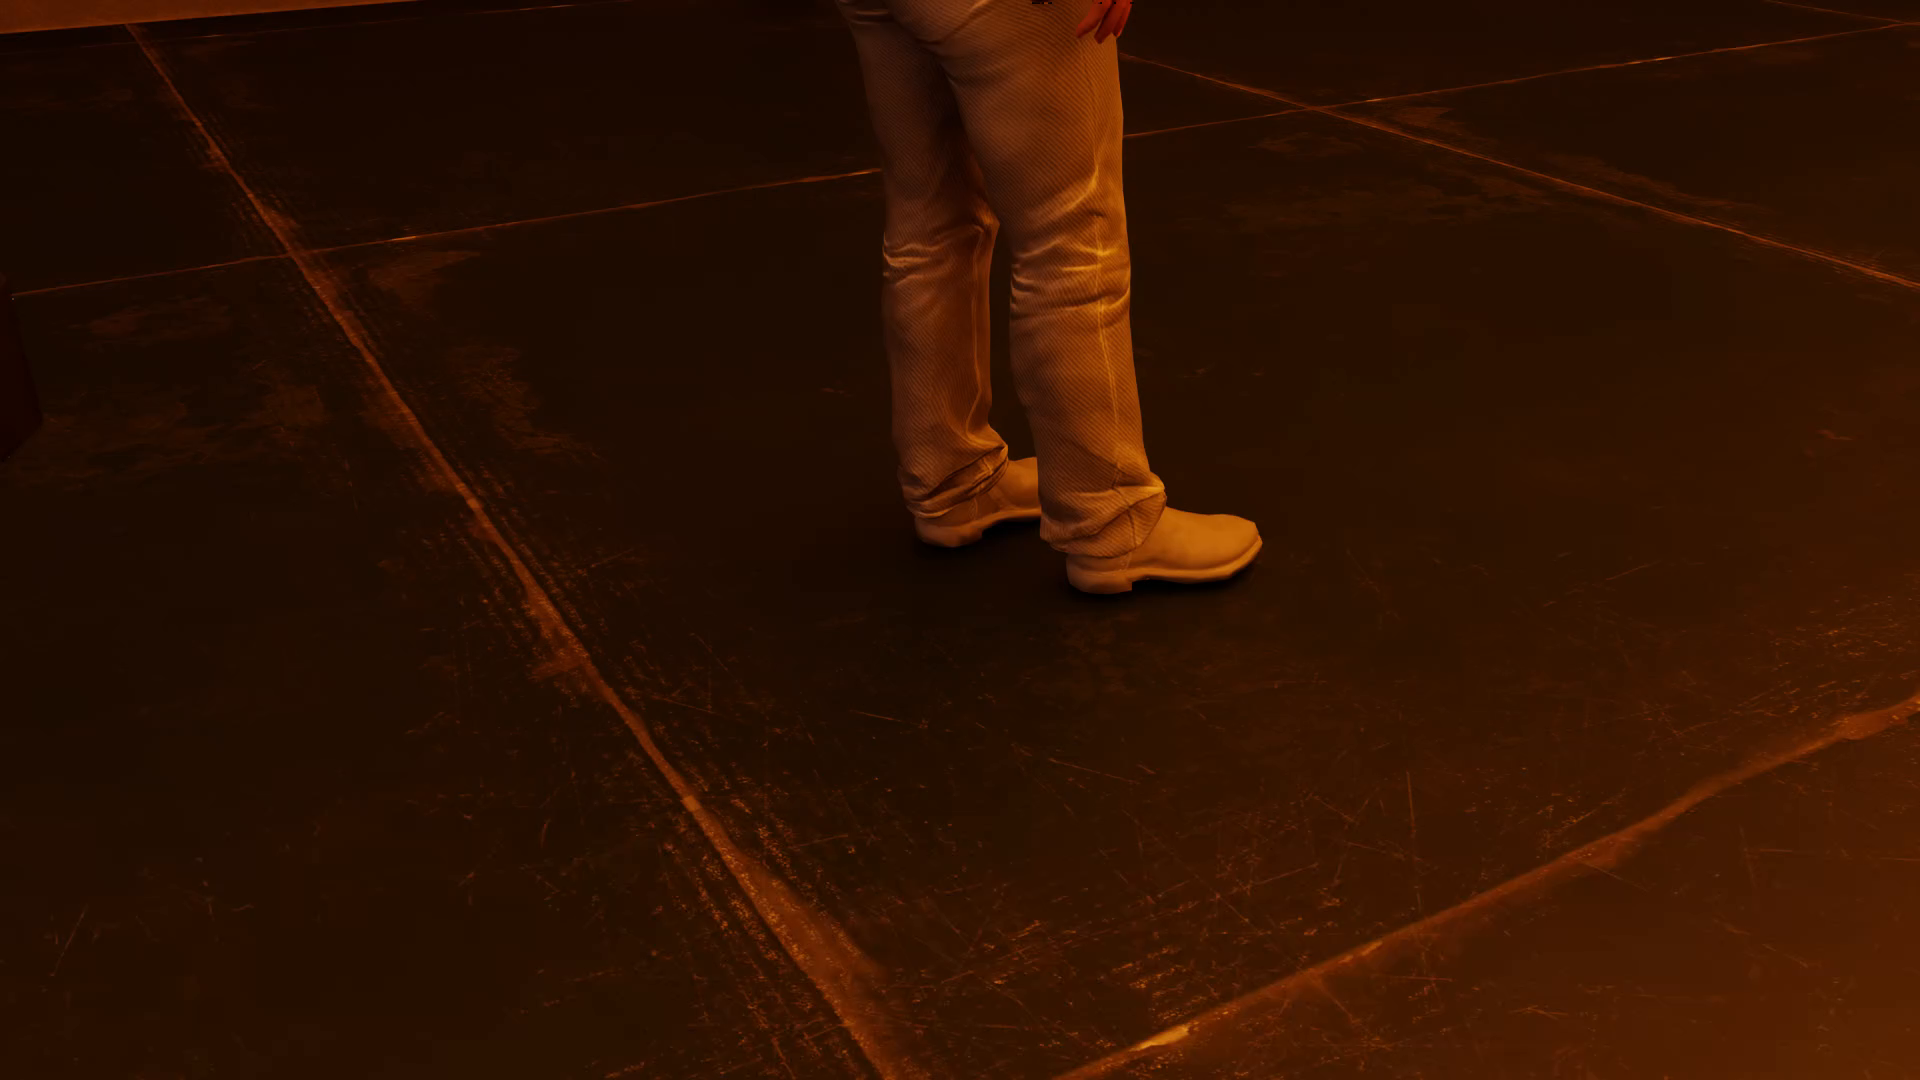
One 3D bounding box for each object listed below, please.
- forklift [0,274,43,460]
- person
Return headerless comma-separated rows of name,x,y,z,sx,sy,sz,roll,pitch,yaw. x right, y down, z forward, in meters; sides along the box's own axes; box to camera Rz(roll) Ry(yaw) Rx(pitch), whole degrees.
forklift,-2.998,-1.213,1.652,3.031,2.935,1.130,-1,27,-1
person,0.058,-0.809,2.118,0.566,1.775,0.633,-15,30,-26
